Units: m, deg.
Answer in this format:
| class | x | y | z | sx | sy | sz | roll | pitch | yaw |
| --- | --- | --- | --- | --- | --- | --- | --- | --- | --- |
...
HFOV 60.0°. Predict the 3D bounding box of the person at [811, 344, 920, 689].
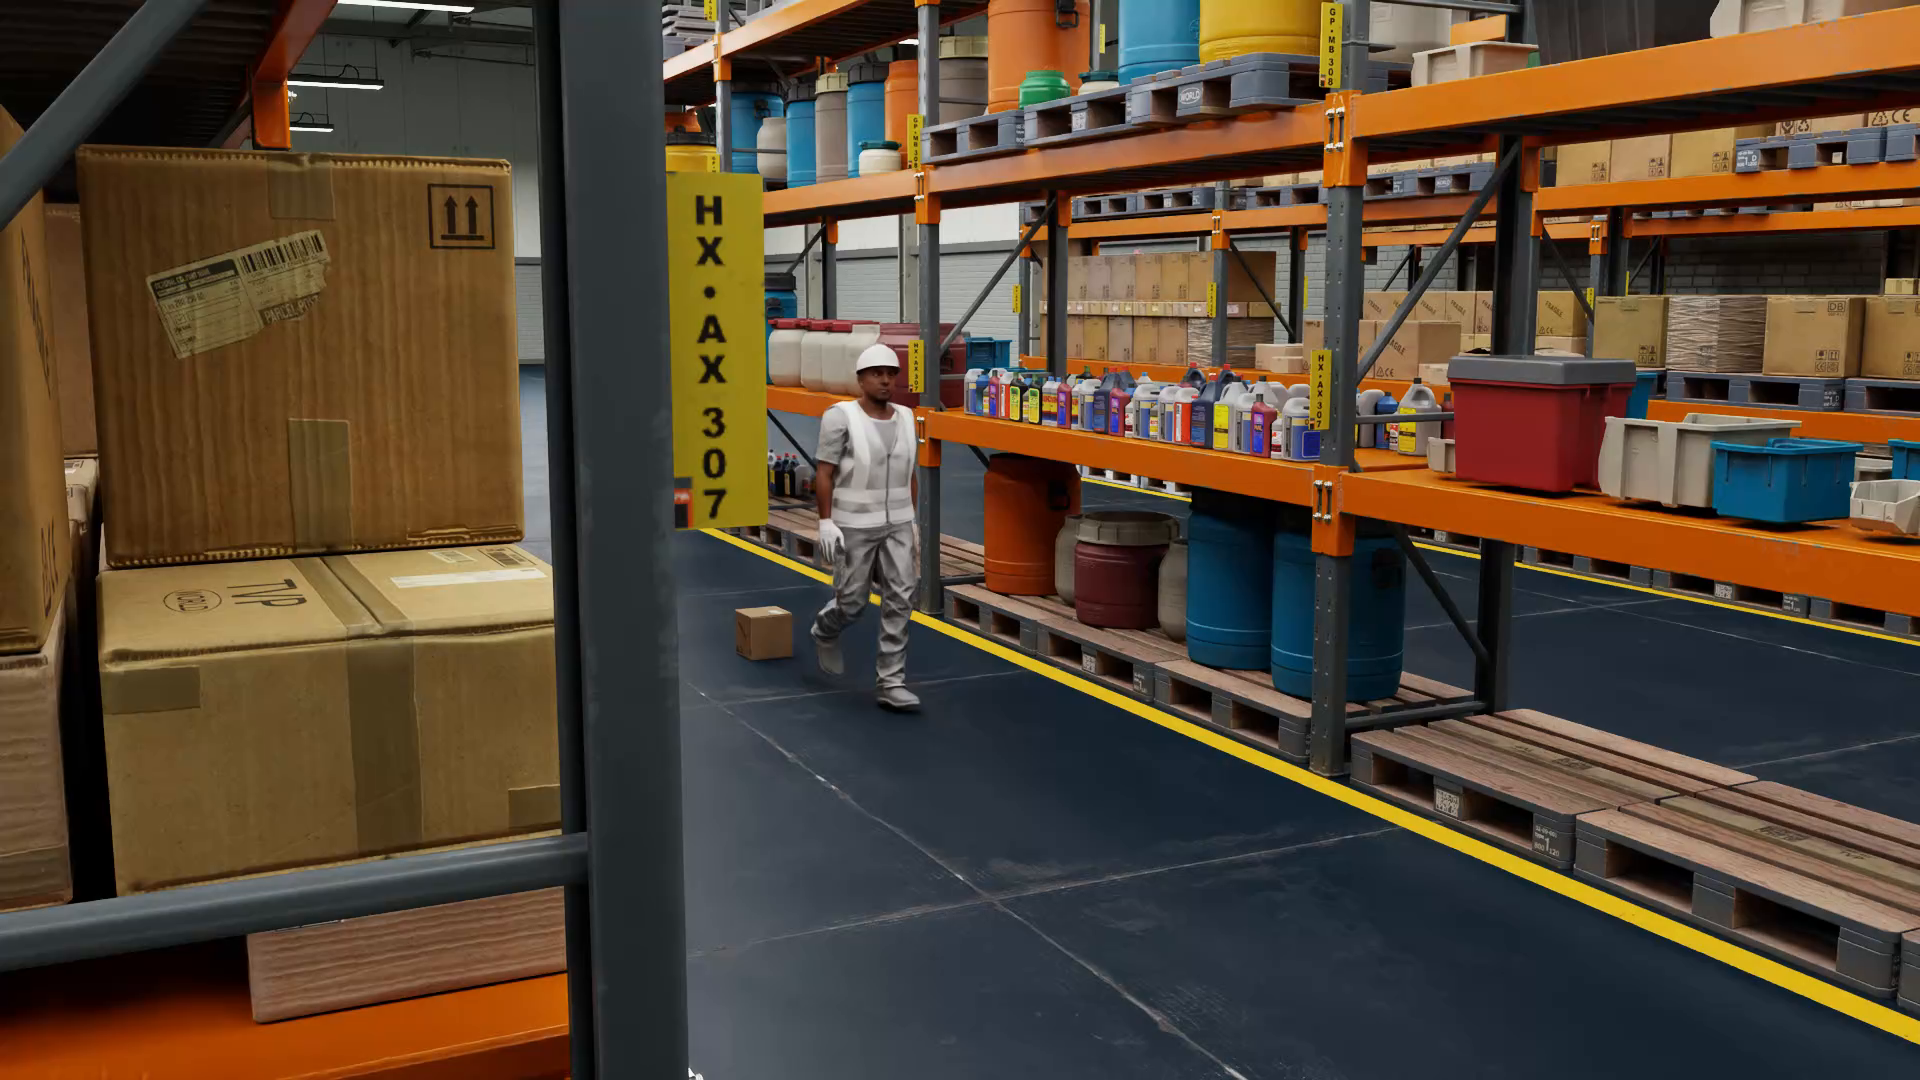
| class | x | y | z | sx | sy | sz | roll | pitch | yaw |
| --- | --- | --- | --- | --- | --- | --- | --- | --- | --- |
| person | -0.493 | -0.114 | 8.257 | 0.561 | 1.712 | 0.607 | -5 | 10 | -31 |
